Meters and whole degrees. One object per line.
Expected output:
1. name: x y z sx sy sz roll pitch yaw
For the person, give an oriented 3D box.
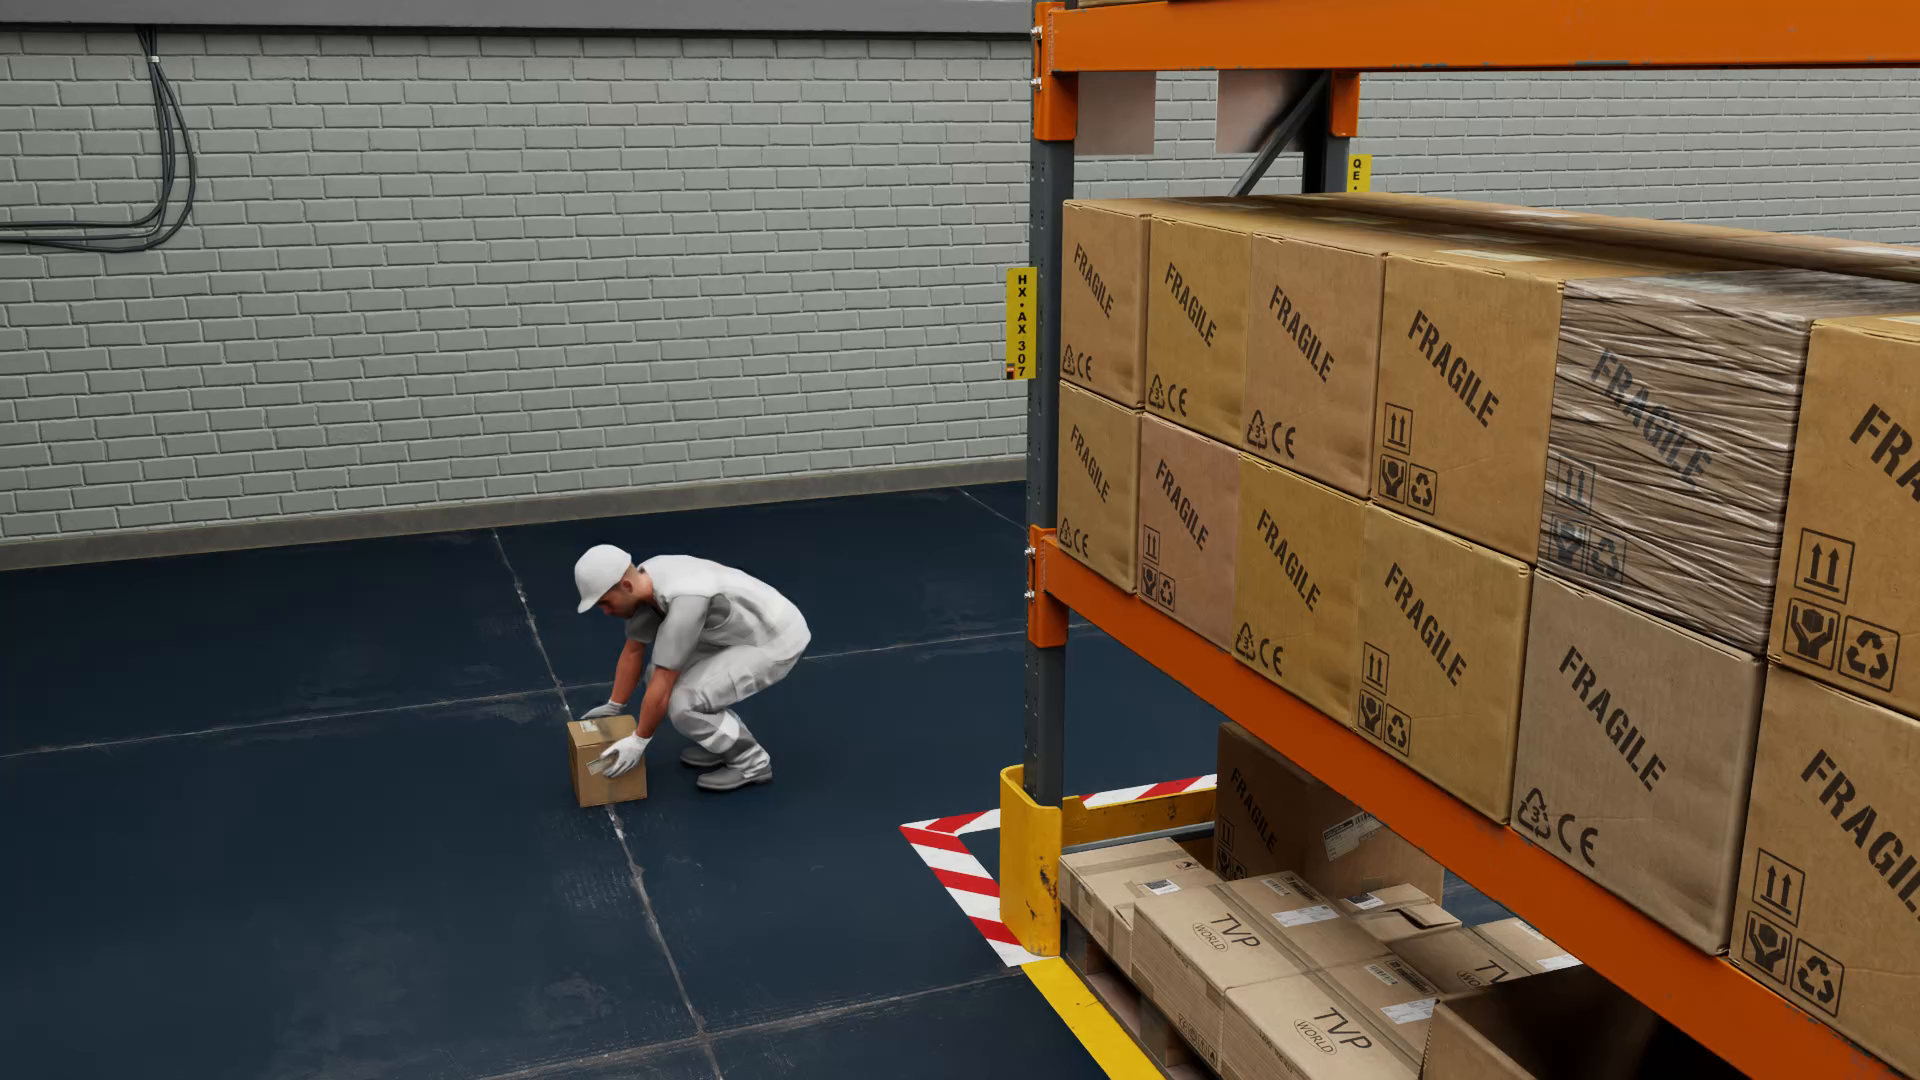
1. person: -1.002 0.457 6.326 0.877 0.994 0.574 -6 16 -20
